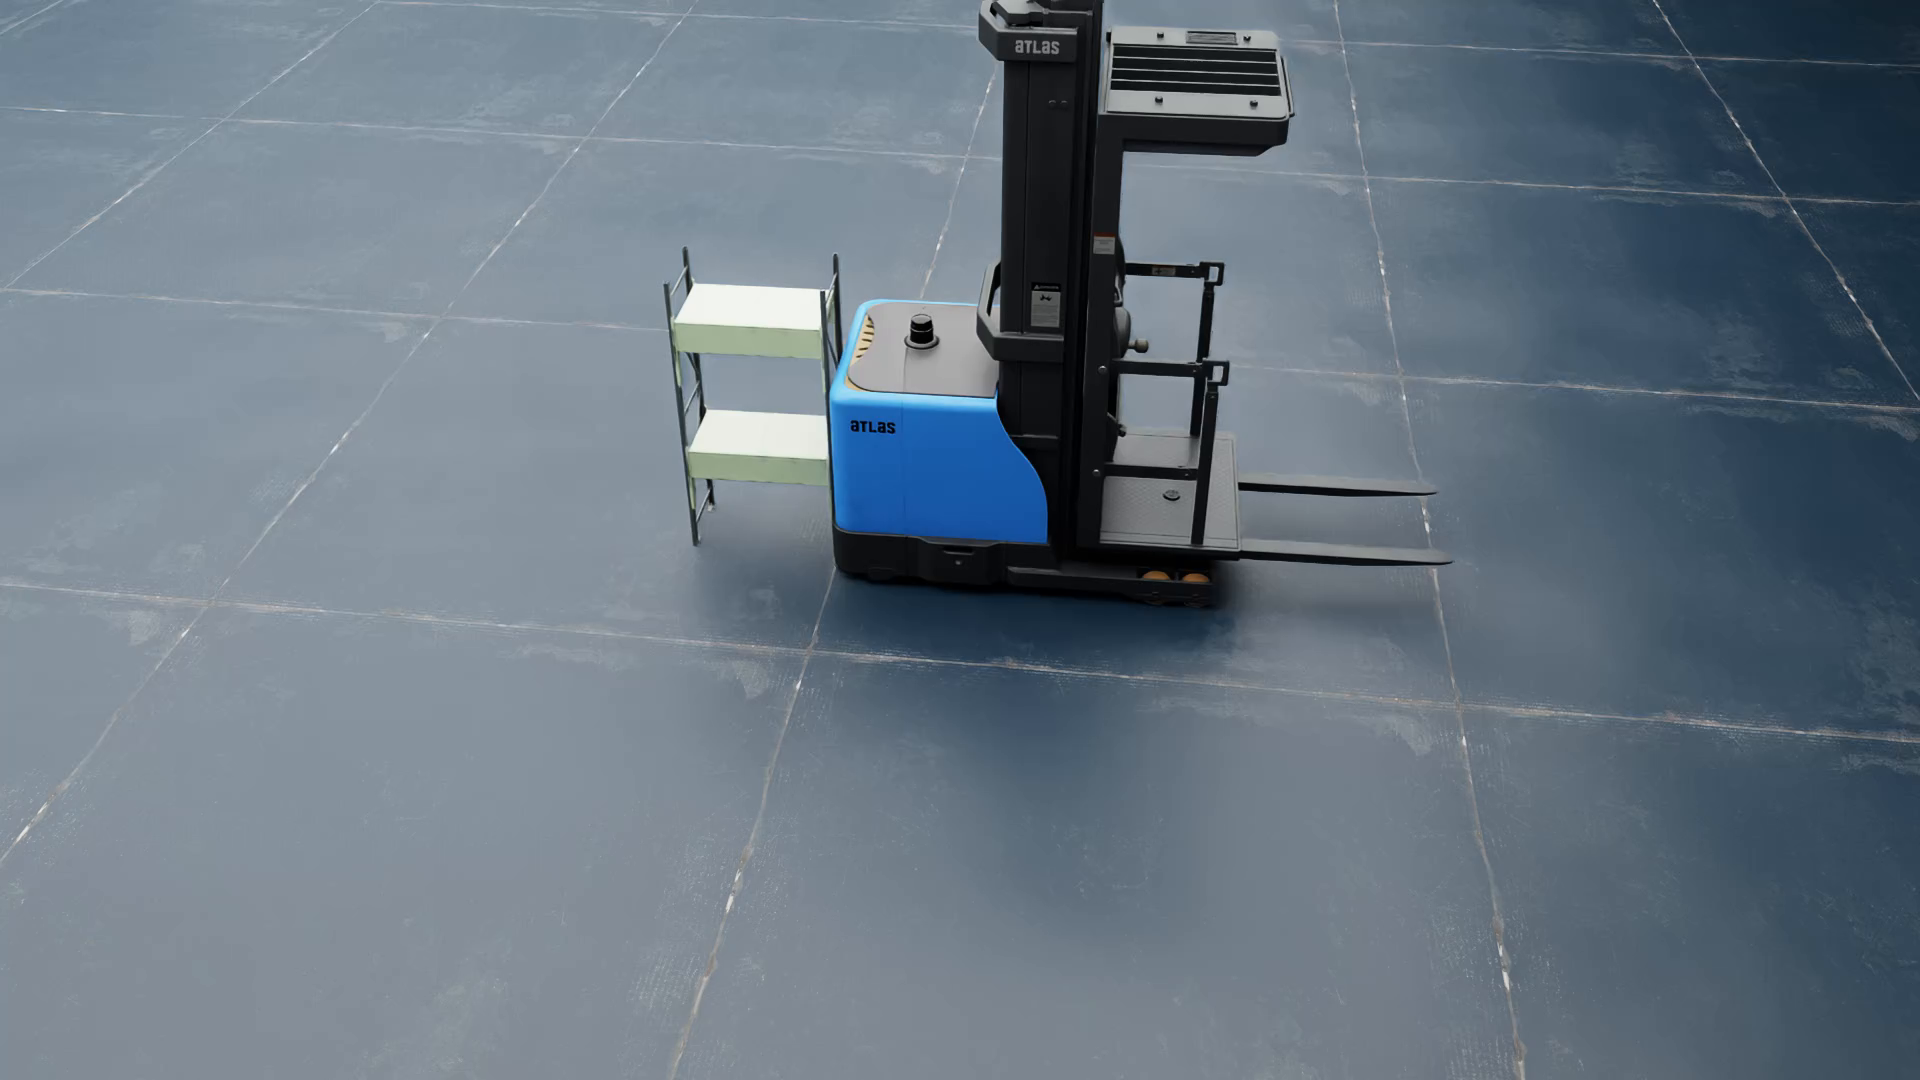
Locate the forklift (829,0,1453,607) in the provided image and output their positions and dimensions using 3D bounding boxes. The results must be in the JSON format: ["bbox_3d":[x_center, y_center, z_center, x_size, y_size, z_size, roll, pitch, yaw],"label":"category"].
[{"bbox_3d":[0.925,-1.190,7.751,3.031,2.935,1.130,4,36,5],"label":"forklift"}]

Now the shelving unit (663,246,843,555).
[{"bbox_3d":[-0.977,-0.669,8.254,0.755,1.500,0.431,4,36,5],"label":"shelving unit"}]

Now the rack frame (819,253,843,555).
[{"bbox_3d":[-0.613,-0.647,8.222,0.023,1.500,0.400,4,36,5],"label":"rack frame"}]

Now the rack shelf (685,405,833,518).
[{"bbox_3d":[-0.977,-0.404,8.443,0.720,0.370,0.431,4,36,5],"label":"rack shelf"}]

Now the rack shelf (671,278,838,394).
[{"bbox_3d":[-0.977,-0.987,8.027,0.720,0.370,0.431,4,36,5],"label":"rack shelf"}]

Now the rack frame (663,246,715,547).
[{"bbox_3d":[-1.341,-0.692,8.285,0.023,1.500,0.400,4,36,5],"label":"rack frame"}]
